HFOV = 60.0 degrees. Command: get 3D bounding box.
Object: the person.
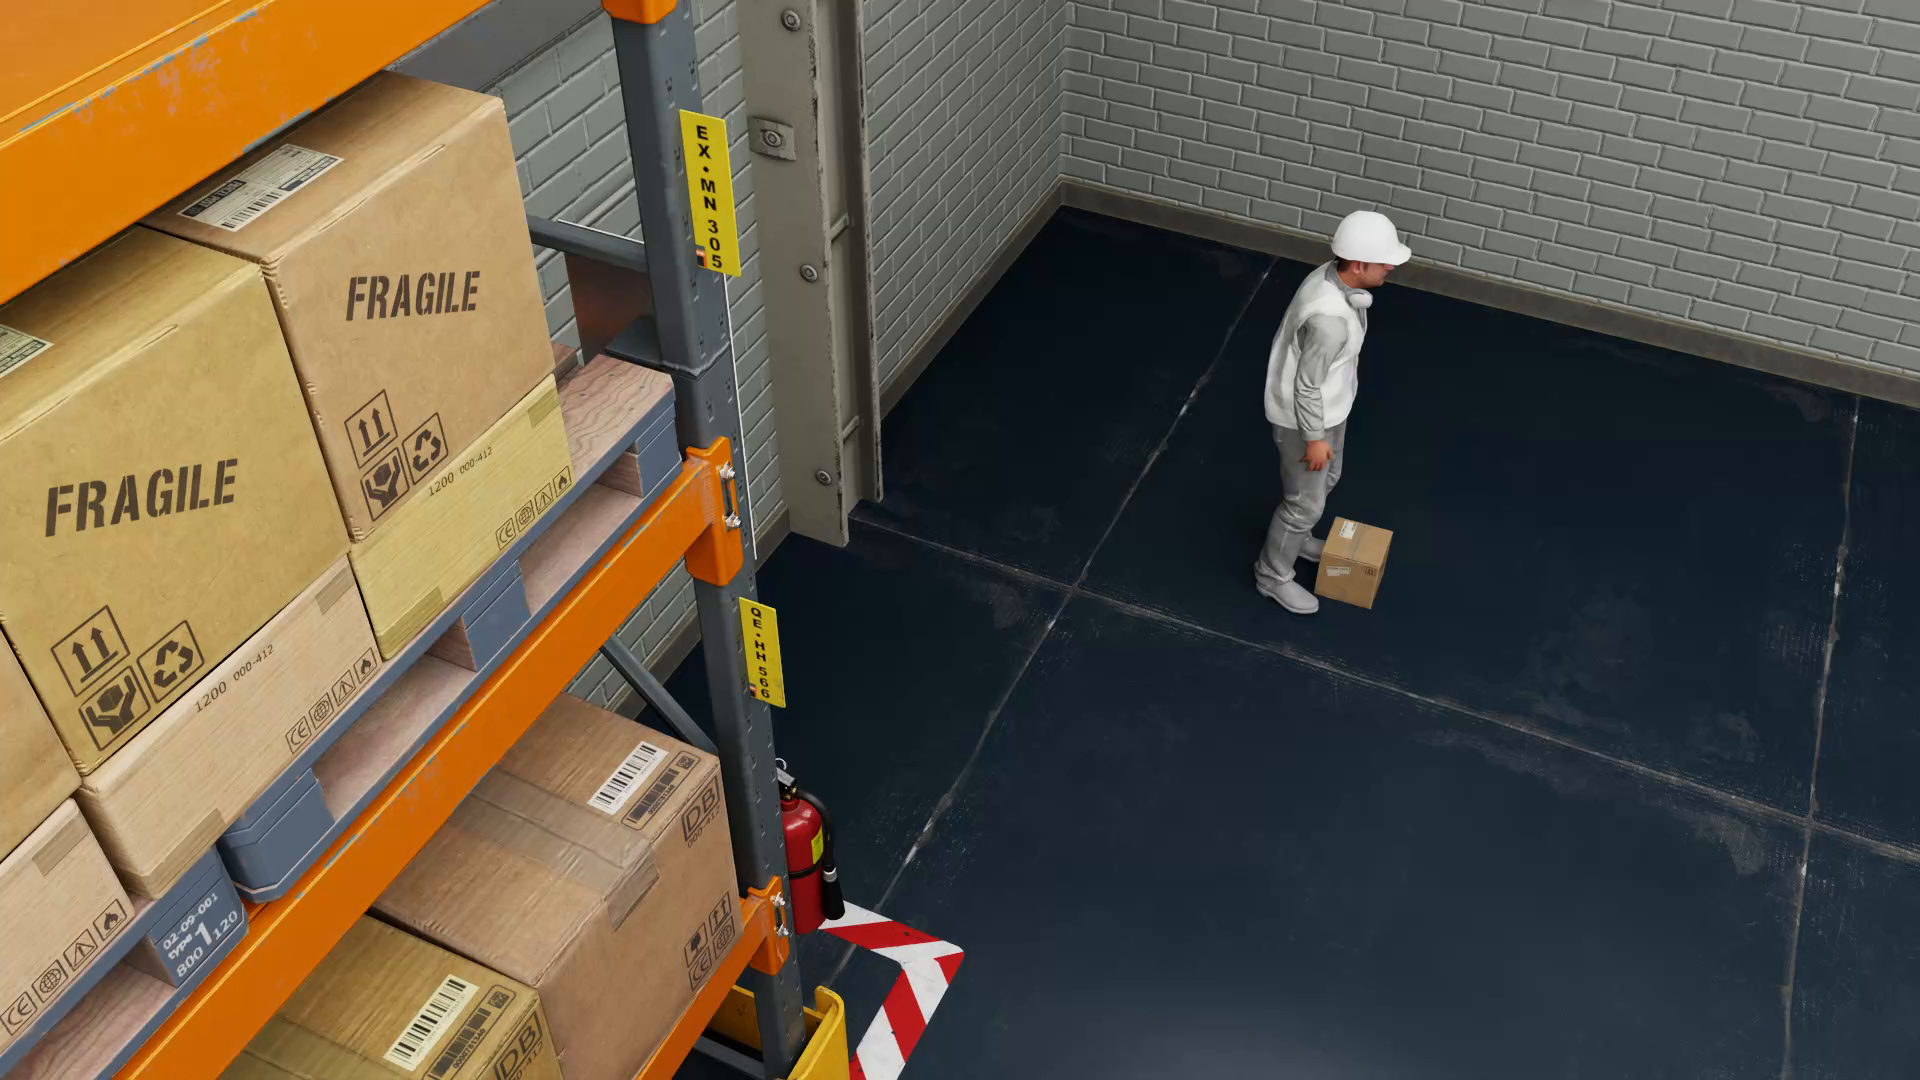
[{"bbox_3d":[1.464,-0.542,6.747,0.461,1.772,0.589,16,44,17],"label":"person"}]
